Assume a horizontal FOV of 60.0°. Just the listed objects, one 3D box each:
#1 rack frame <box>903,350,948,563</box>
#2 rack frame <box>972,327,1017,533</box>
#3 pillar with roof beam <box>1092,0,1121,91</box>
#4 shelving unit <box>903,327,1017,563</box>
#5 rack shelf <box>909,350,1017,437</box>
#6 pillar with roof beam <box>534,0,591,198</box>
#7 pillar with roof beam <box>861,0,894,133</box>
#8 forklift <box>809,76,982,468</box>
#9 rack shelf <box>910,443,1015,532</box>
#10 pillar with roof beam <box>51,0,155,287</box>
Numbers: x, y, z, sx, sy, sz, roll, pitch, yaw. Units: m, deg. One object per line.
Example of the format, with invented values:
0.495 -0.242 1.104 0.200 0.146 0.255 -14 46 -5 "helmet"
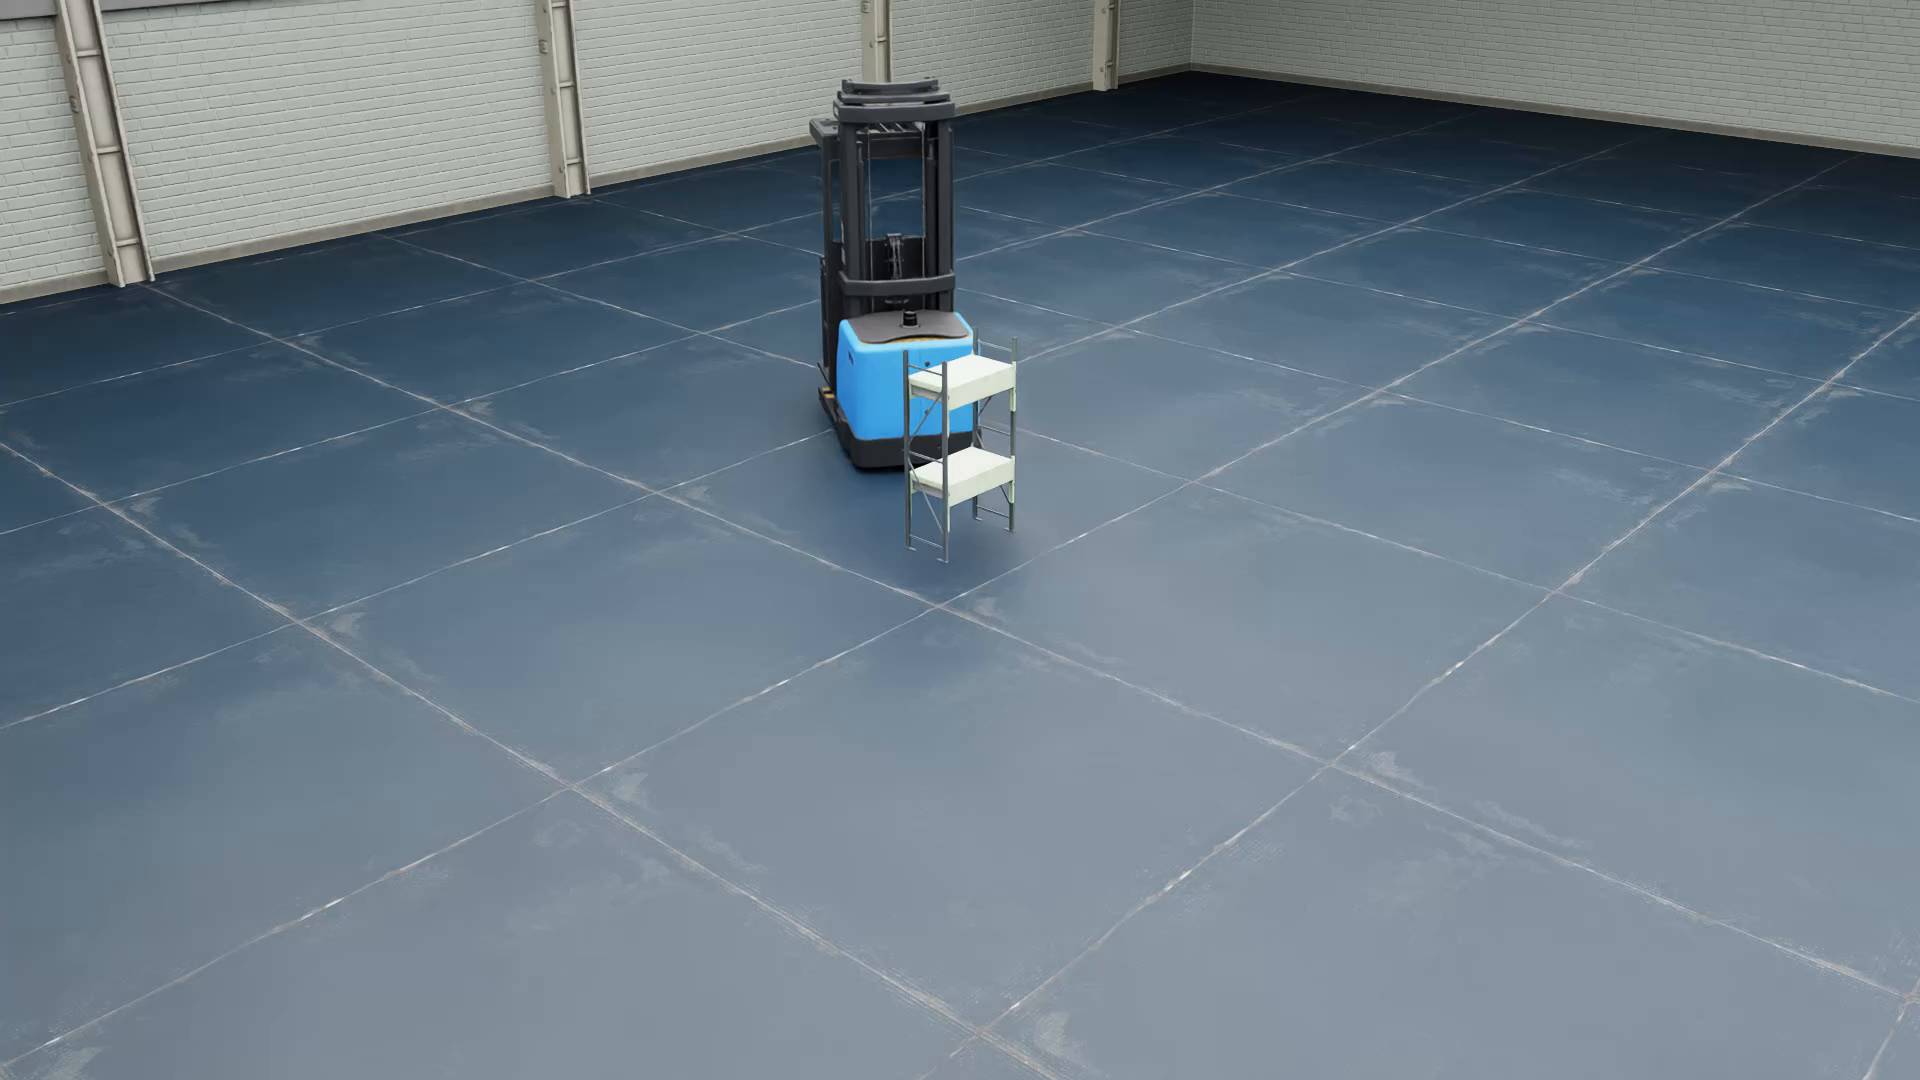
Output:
-0.240 -0.575 11.670 0.400 1.500 0.023 20 31 38 "rack frame"
0.249 -0.798 12.168 0.400 1.500 0.023 20 31 38 "rack frame"
5.899 -11.327 26.485 9.100 9.000 0.400 20 31 38 "pillar with roof beam"
0.004 -0.686 11.919 0.431 1.500 0.755 20 31 38 "shelving unit"
0.004 -1.042 11.759 0.431 0.370 0.720 20 31 38 "rack shelf"
-2.110 -7.671 18.330 9.100 9.000 0.400 20 31 38 "pillar with roof beam"
1.894 -9.499 22.408 9.100 9.000 0.400 20 31 38 "pillar with roof beam"
-0.650 -2.493 14.198 1.130 2.935 3.031 -5 25 -12 "forklift"
0.004 -0.389 12.052 0.431 0.370 0.720 20 31 38 "rack shelf"
-6.114 -5.843 14.253 9.100 9.000 0.400 20 31 38 "pillar with roof beam"
